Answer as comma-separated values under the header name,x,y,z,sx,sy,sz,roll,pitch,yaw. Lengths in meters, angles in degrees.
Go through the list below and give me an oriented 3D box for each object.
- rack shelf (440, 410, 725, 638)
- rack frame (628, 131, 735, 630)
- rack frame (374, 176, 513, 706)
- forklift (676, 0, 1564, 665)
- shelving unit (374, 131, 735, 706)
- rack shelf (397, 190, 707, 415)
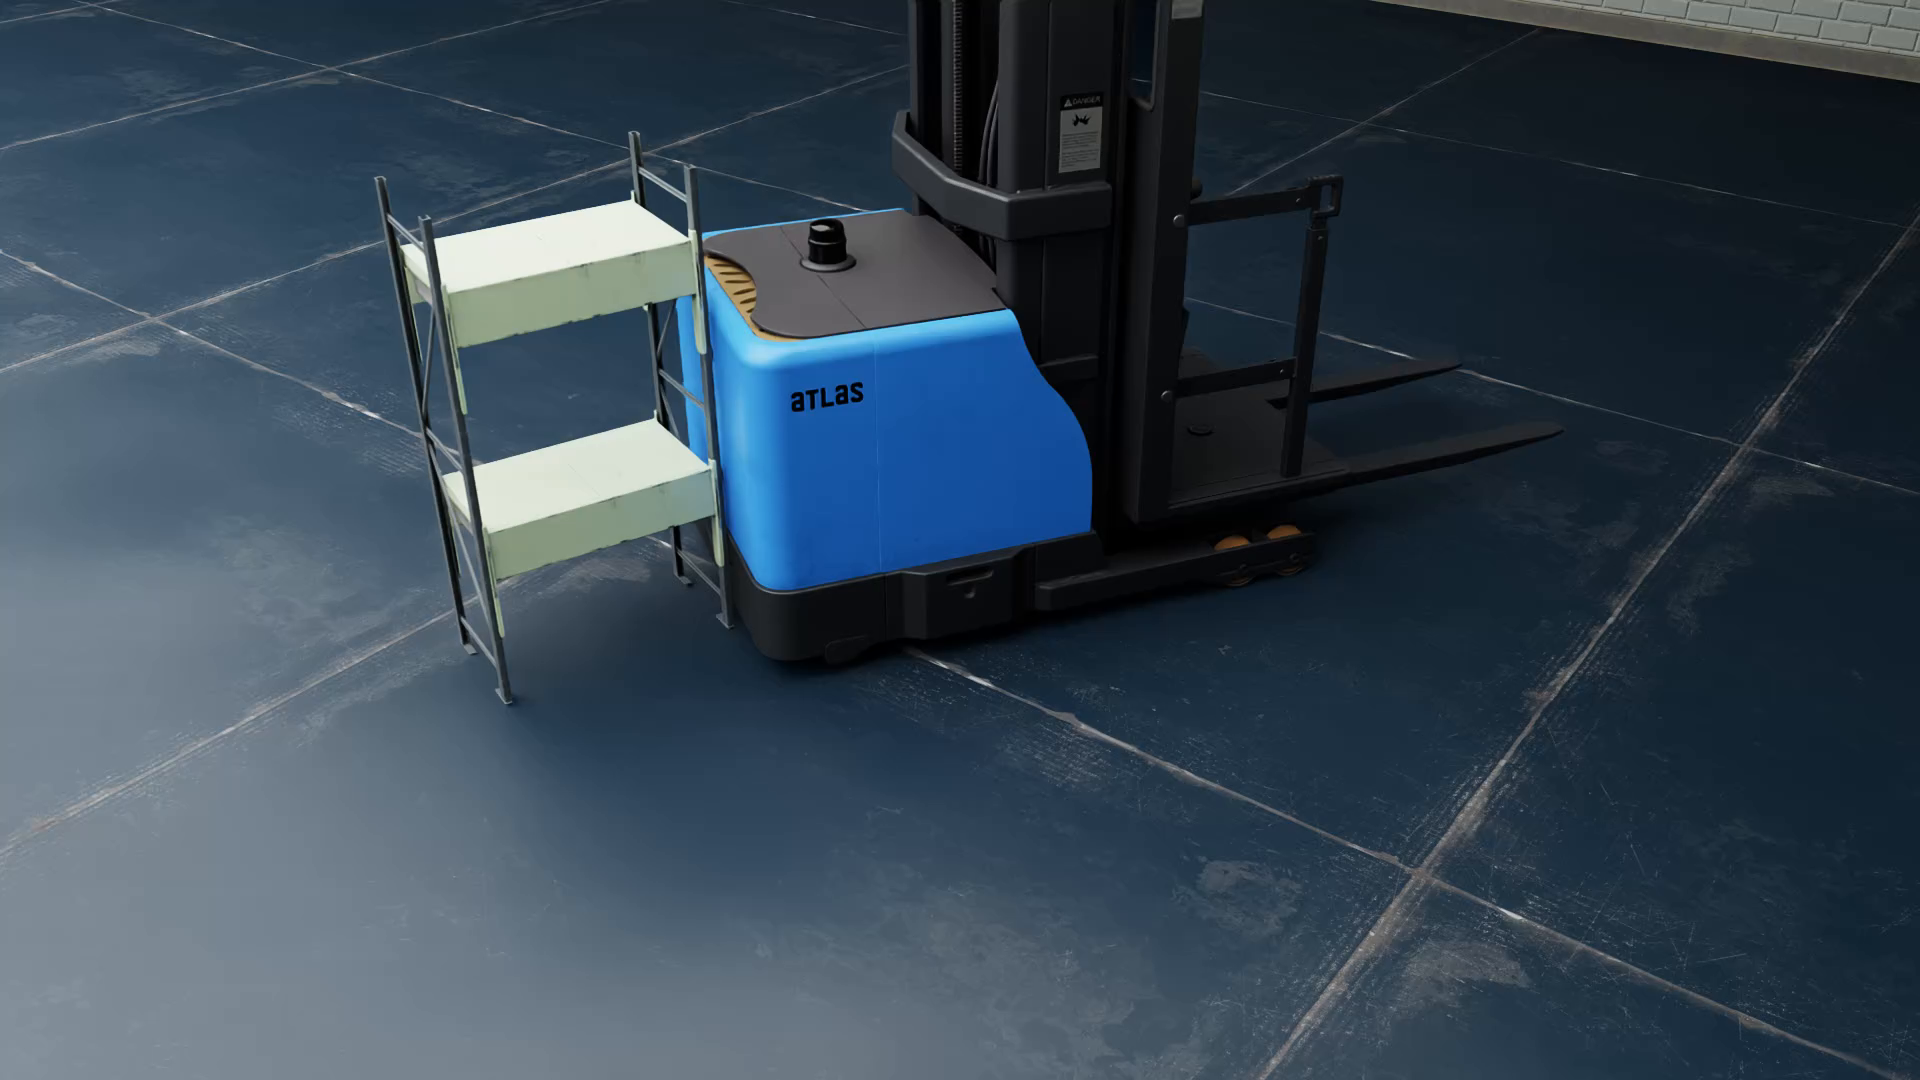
name,x,y,z,sx,sy,sz,roll,pitch,yaw
rack shelf,-1.141,-0.065,5.027,0.720,0.370,0.431,-19,35,-29
rack frame,-0.836,-0.449,5.036,0.023,1.500,0.400,-19,35,-29
rack frame,-1.445,-0.242,4.686,0.023,1.500,0.400,-19,35,-29
forklift,0.646,-1.346,5.147,3.031,2.935,1.130,-11,32,-18
shelving unit,-1.141,-0.345,4.861,0.755,1.500,0.431,-19,35,-29
rack shelf,-1.141,-0.681,4.662,0.720,0.370,0.431,-19,35,-29
